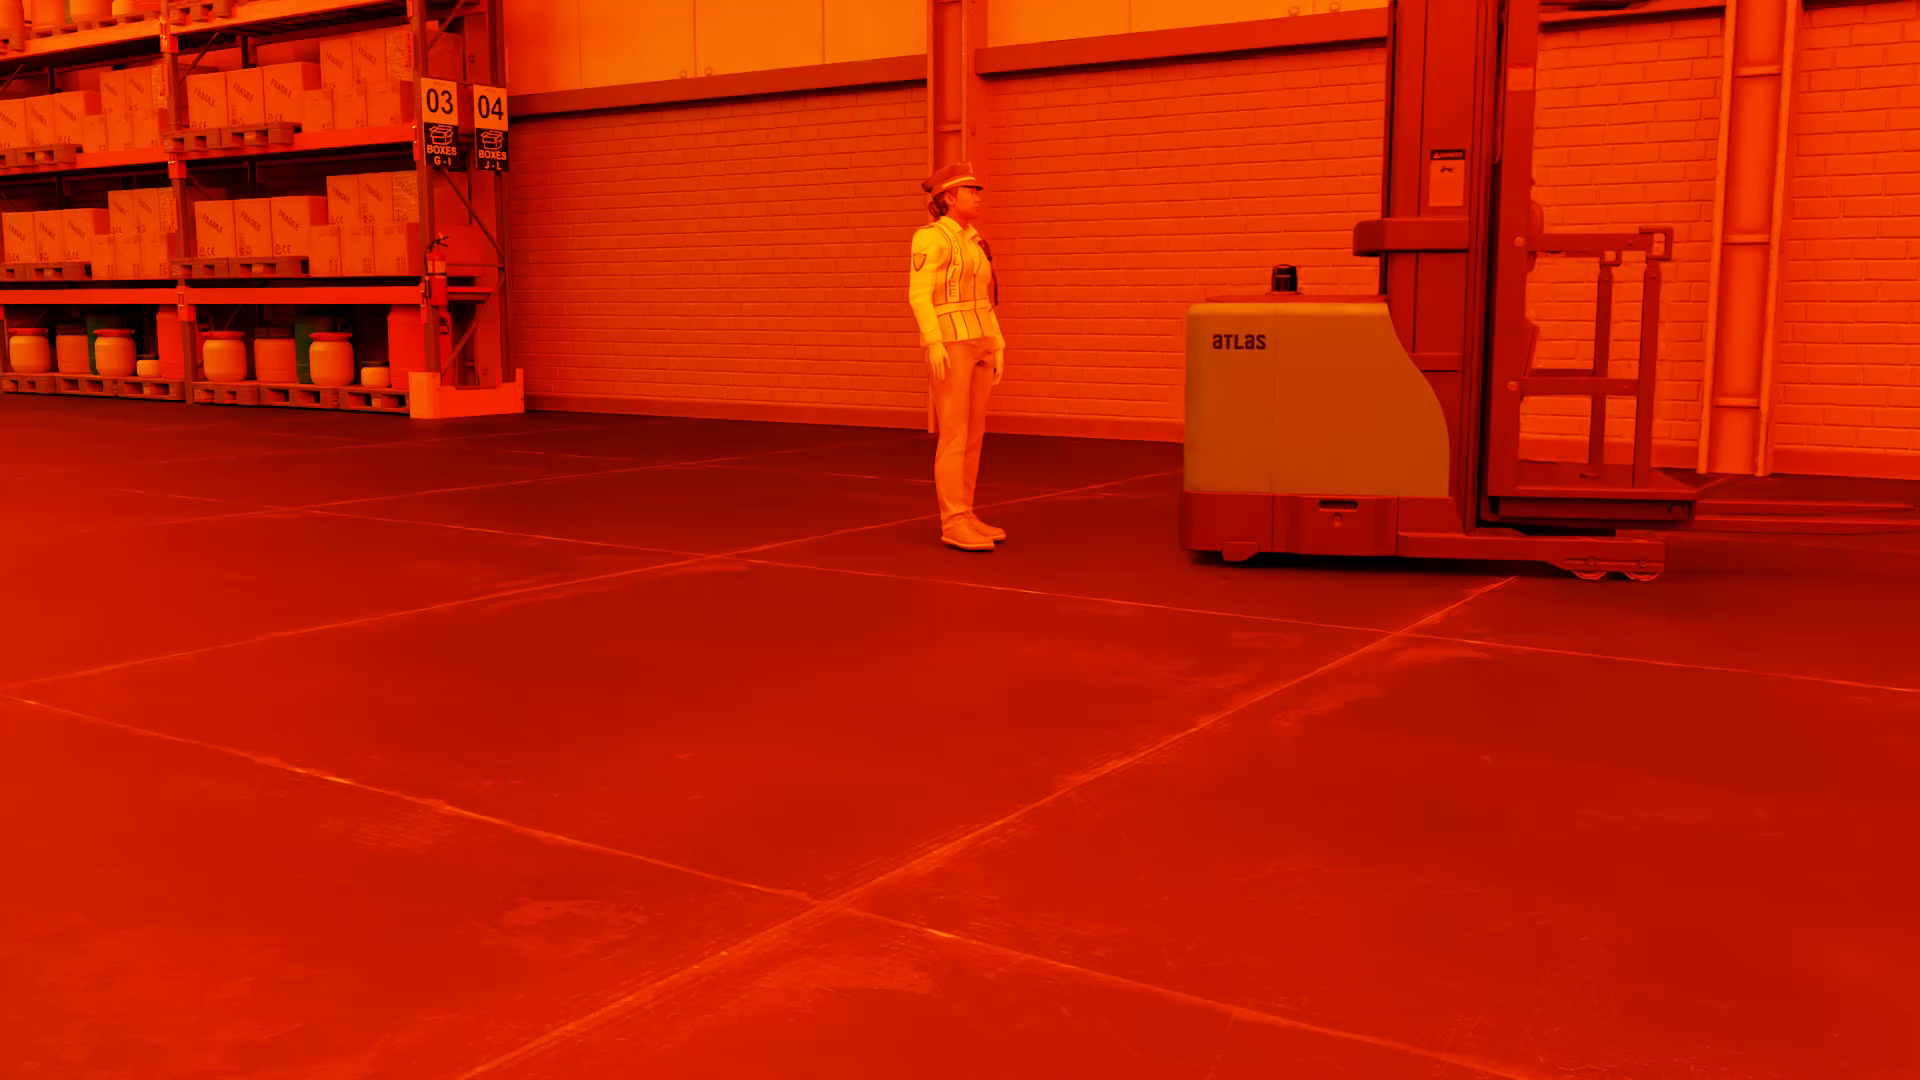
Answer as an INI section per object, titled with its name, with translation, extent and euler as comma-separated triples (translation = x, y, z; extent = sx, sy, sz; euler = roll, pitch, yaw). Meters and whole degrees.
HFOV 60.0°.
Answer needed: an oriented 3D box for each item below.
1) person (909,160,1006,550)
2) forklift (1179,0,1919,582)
[person]
translation = 0.053, -0.840, 7.440
extent = 0.531, 1.695, 0.587
euler = 5, 10, 34
[forklift]
translation = 2.478, -1.370, 6.830
extent = 3.031, 2.935, 1.130
euler = 2, 8, 11
